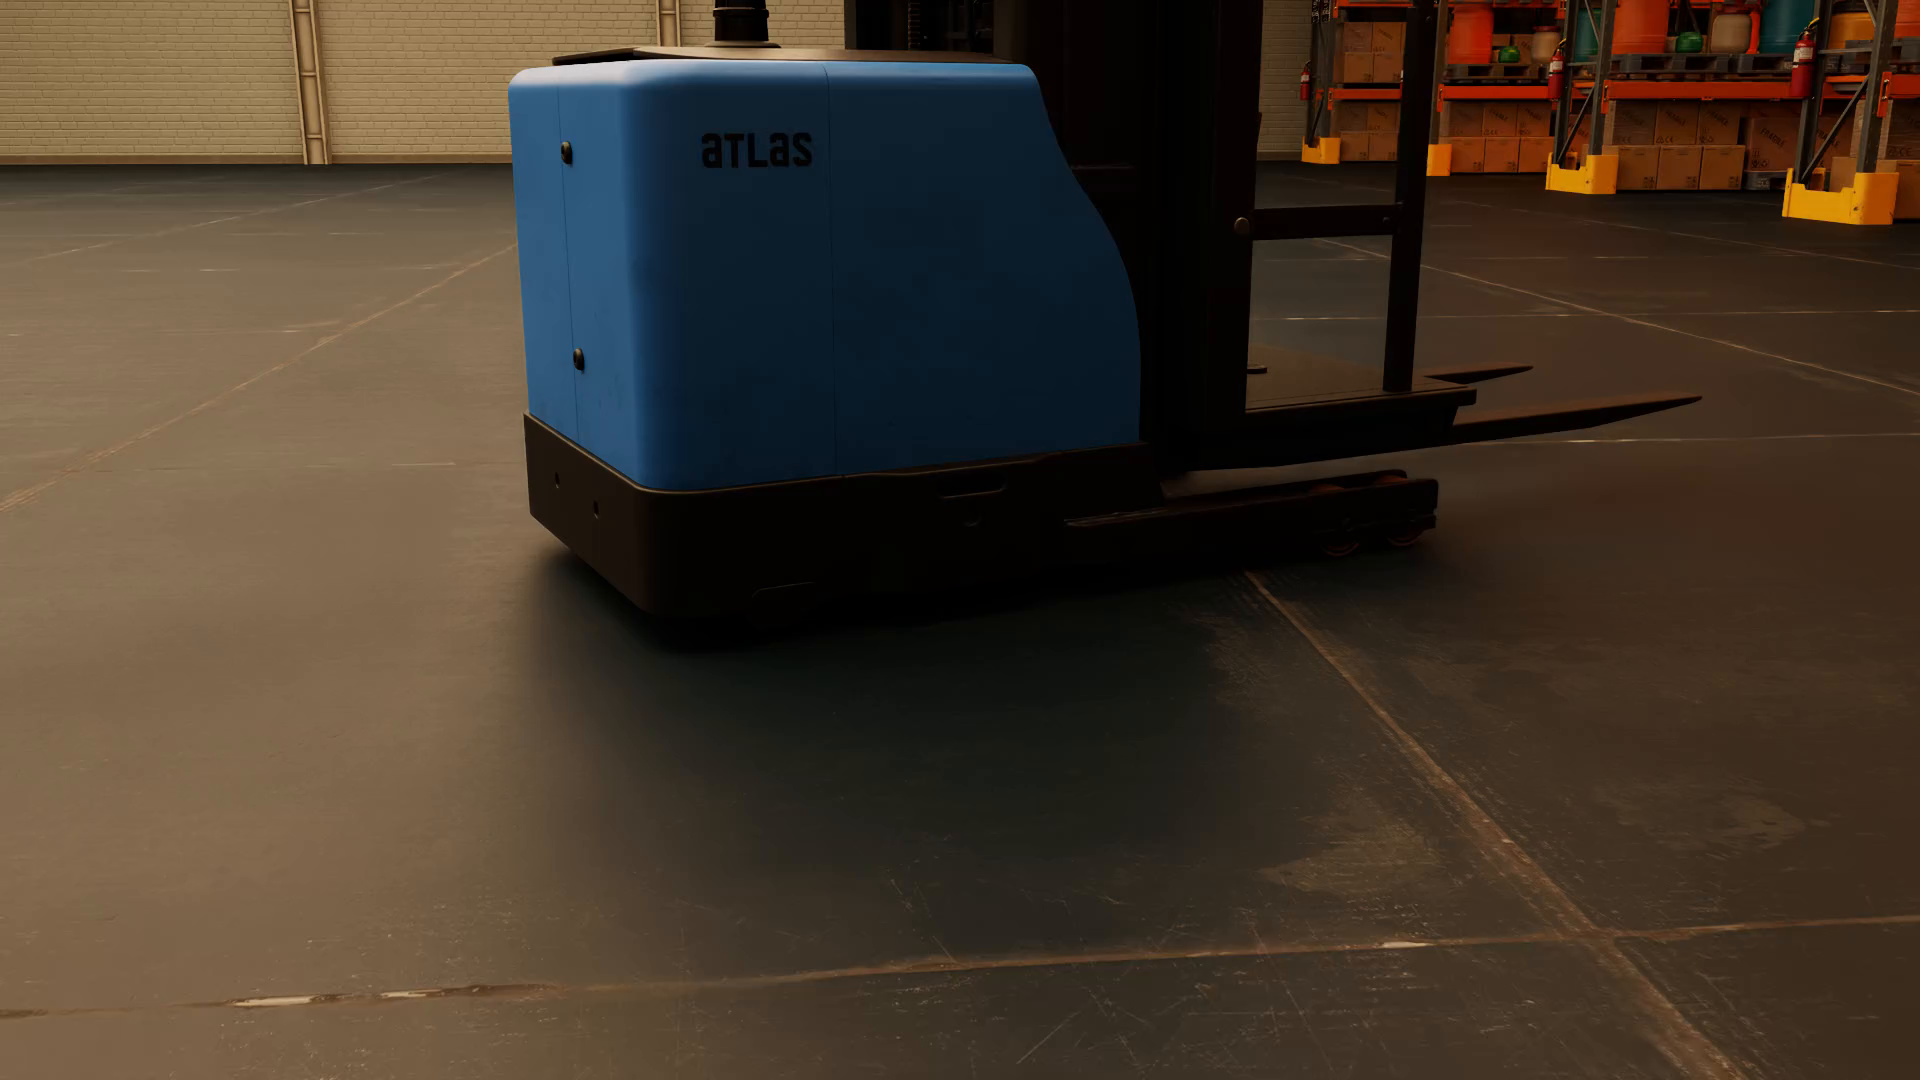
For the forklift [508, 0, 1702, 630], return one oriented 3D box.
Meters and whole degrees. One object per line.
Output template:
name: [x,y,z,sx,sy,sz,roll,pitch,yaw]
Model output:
forklift: [0.538,-1.490,3.837,3.031,2.935,1.130,-8,17,-27]
